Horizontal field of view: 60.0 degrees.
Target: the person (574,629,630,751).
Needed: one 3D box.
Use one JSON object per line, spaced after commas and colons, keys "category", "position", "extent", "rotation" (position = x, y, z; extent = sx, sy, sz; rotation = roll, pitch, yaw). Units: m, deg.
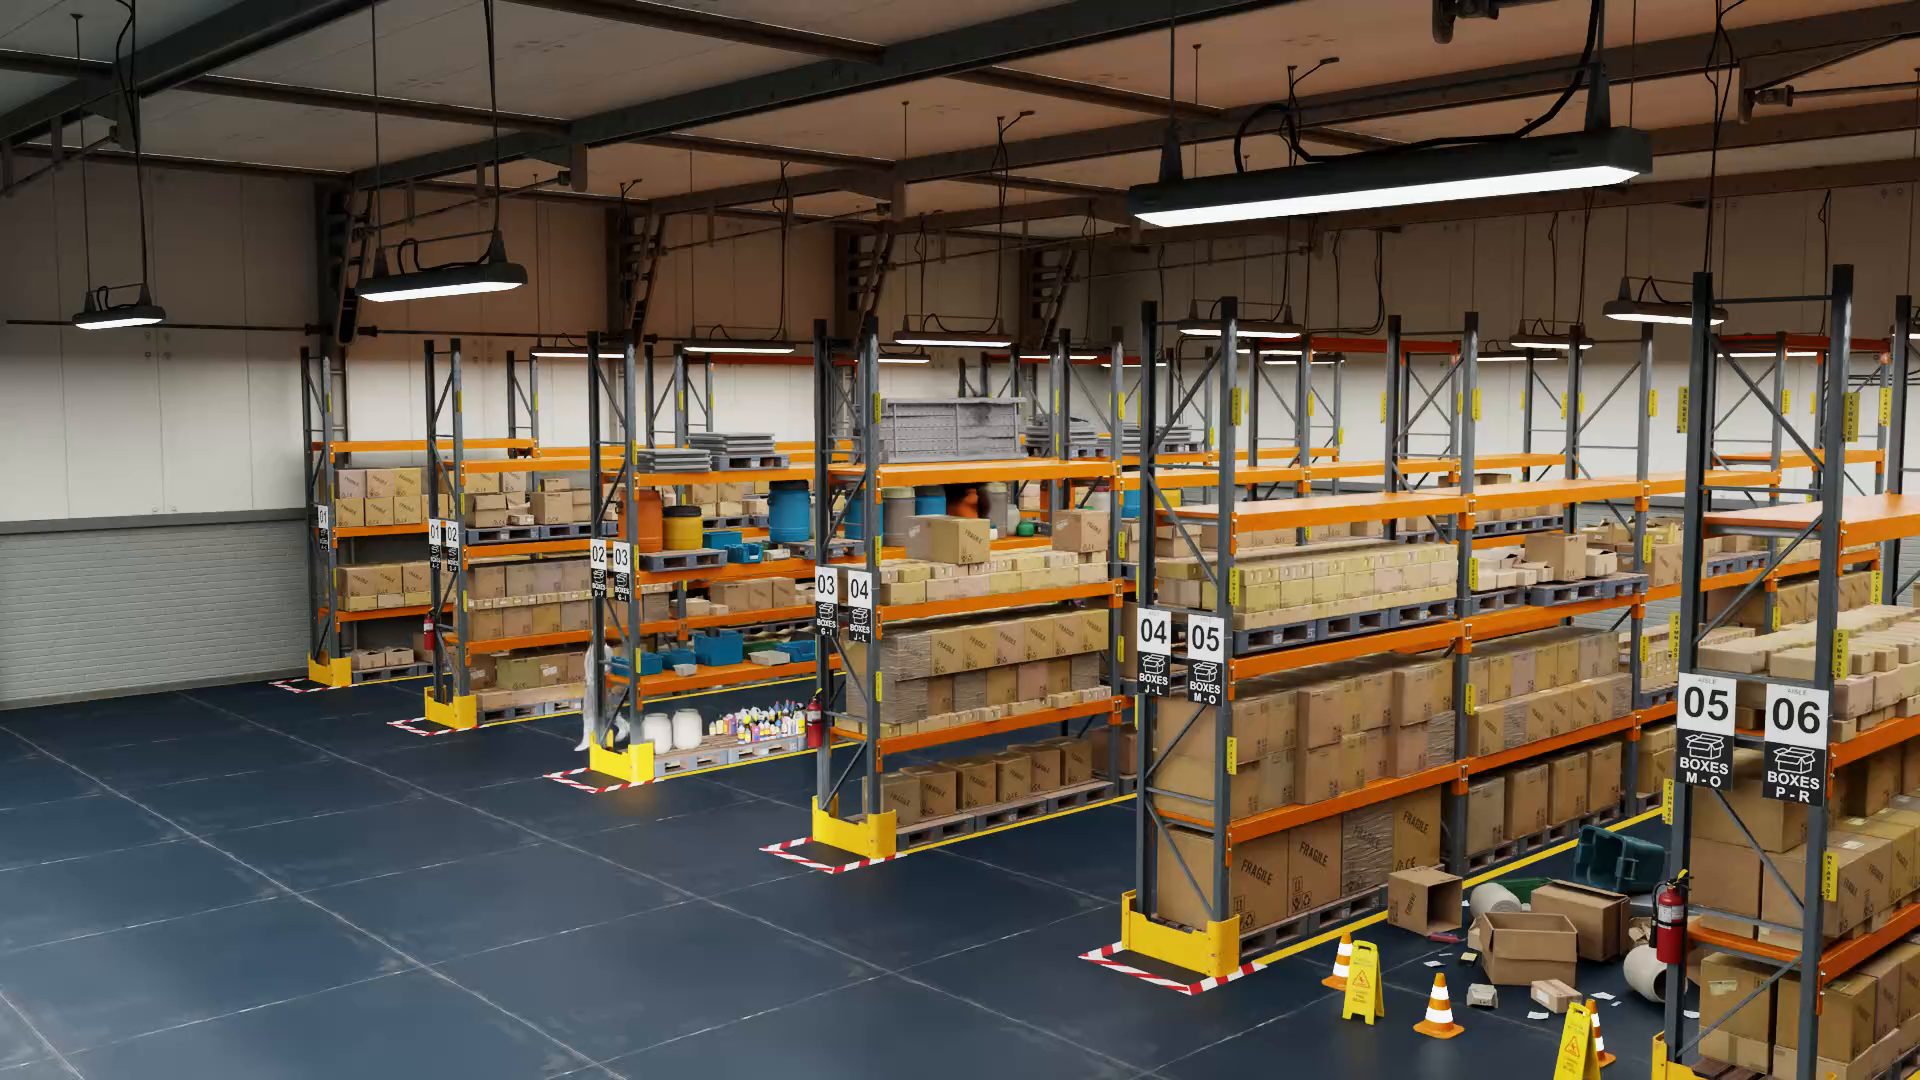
{"category": "person", "position": [-5.222, 2.145, 24.229], "extent": [0.697, 1.790, 0.915], "rotation": [5, 7, 43]}
